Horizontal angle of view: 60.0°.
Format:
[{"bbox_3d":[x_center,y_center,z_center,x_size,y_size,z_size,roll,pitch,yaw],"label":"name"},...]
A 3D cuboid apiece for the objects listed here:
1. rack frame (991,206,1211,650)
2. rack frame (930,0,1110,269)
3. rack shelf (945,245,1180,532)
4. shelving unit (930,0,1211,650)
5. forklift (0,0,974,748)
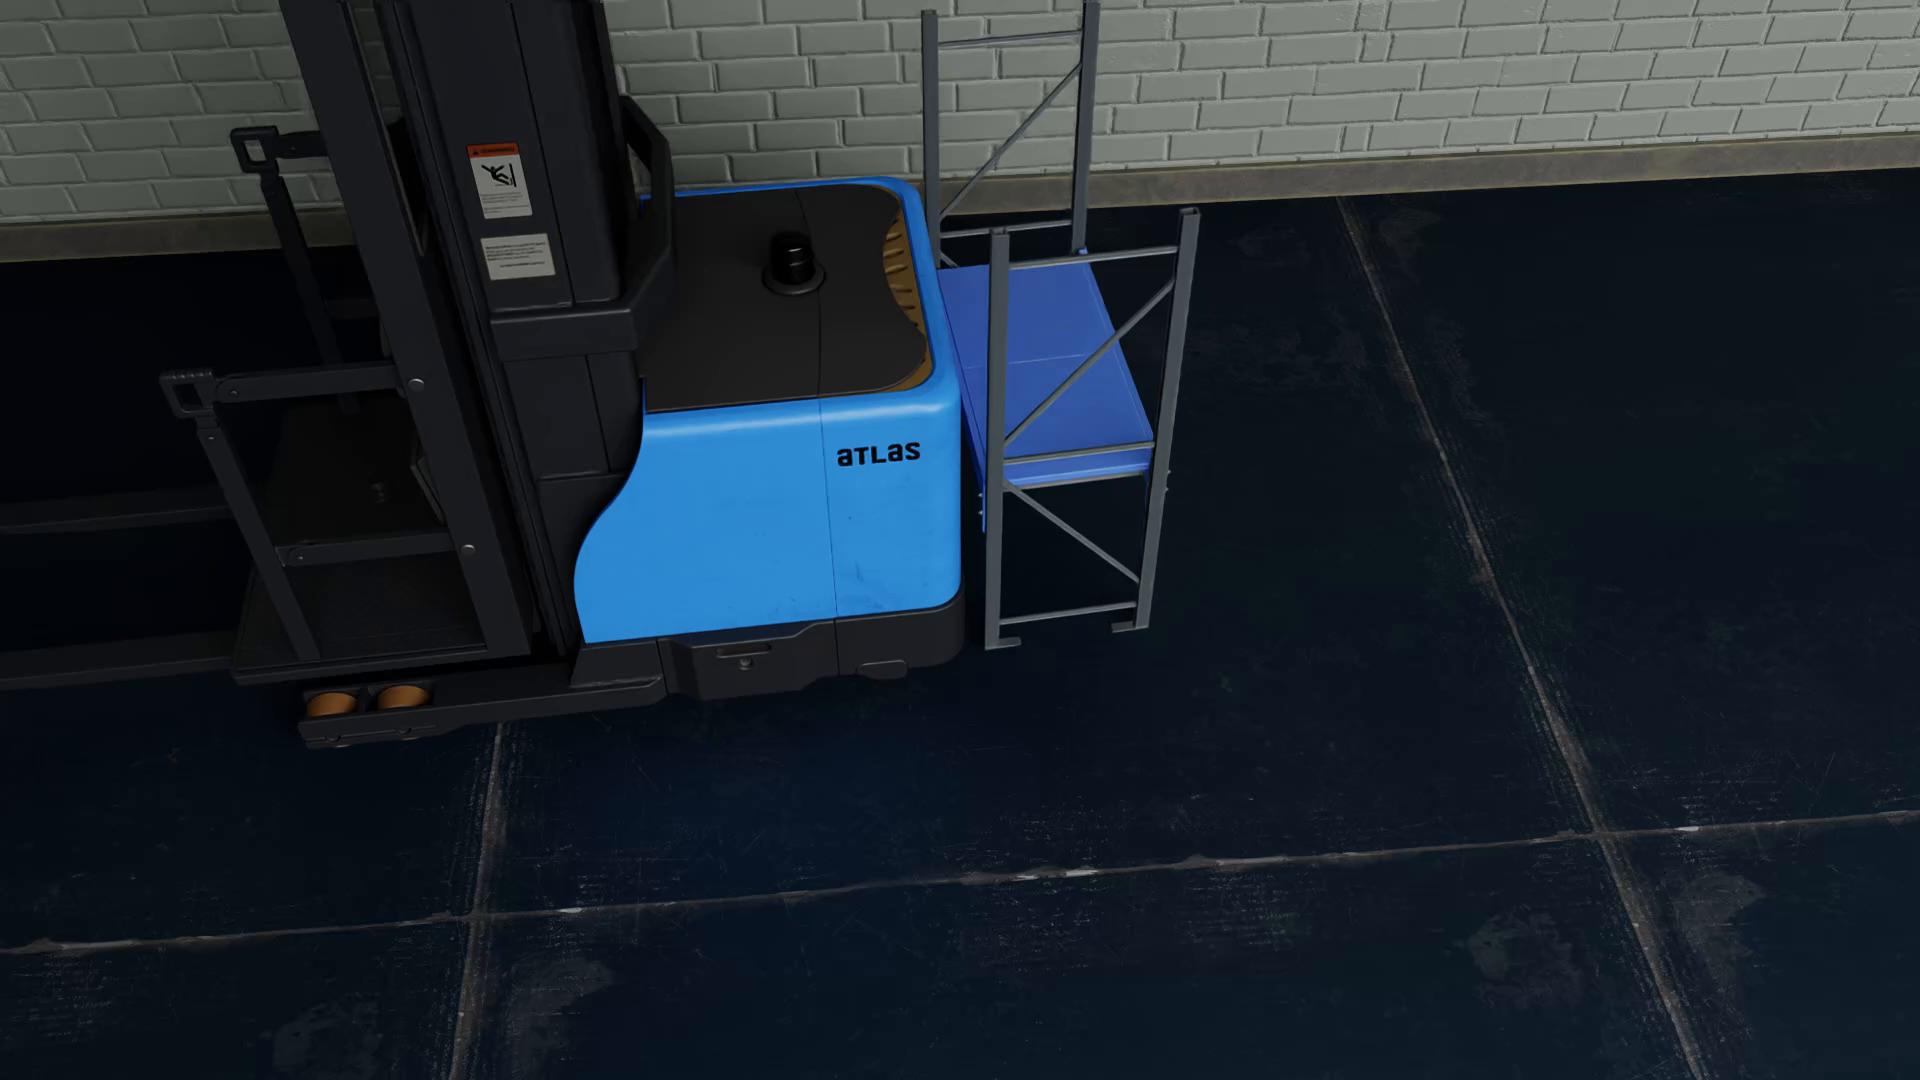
[{"bbox_3d":[0.342,-0.233,4.437,0.500,1.500,0.032,-7,47,-7],"label":"rack frame"},{"bbox_3d":[0.166,-0.960,5.126,0.500,1.500,0.032,-7,47,-7],"label":"rack frame"},{"bbox_3d":[0.254,-0.472,4.912,0.538,0.185,1.000,-7,47,-7],"label":"rack shelf"},{"bbox_3d":[0.254,-0.596,4.782,0.538,1.500,1.048,-7,47,-7],"label":"shelving unit"},{"bbox_3d":[-1.520,-0.835,4.023,3.031,2.935,1.130,-6,47,-5],"label":"forklift"}]
